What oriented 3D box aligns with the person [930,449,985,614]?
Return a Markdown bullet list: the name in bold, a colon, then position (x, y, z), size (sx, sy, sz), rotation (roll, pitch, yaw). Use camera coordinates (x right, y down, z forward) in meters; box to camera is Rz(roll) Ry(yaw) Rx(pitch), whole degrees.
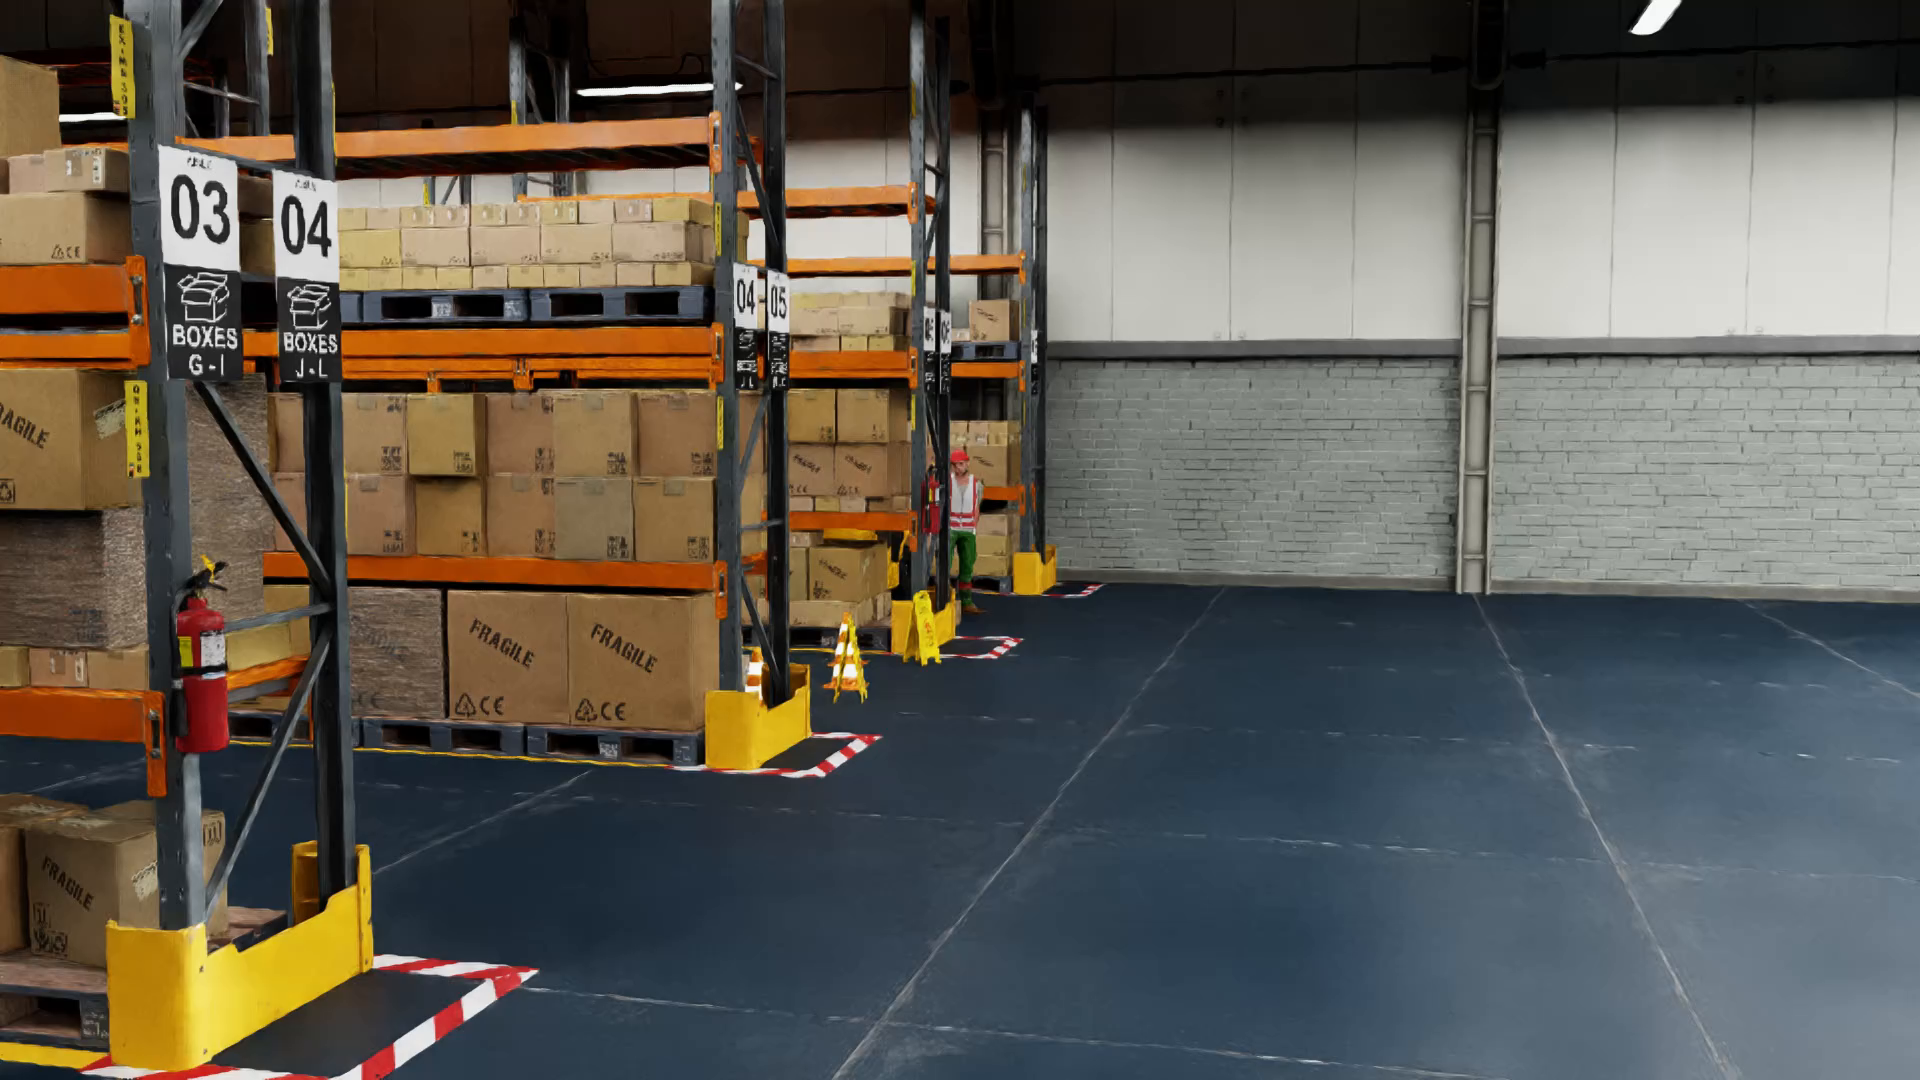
- **person**: position (-0.037, -0.088, 17.973), size (0.617, 1.789, 0.373), rotation (-2, 5, -18)
